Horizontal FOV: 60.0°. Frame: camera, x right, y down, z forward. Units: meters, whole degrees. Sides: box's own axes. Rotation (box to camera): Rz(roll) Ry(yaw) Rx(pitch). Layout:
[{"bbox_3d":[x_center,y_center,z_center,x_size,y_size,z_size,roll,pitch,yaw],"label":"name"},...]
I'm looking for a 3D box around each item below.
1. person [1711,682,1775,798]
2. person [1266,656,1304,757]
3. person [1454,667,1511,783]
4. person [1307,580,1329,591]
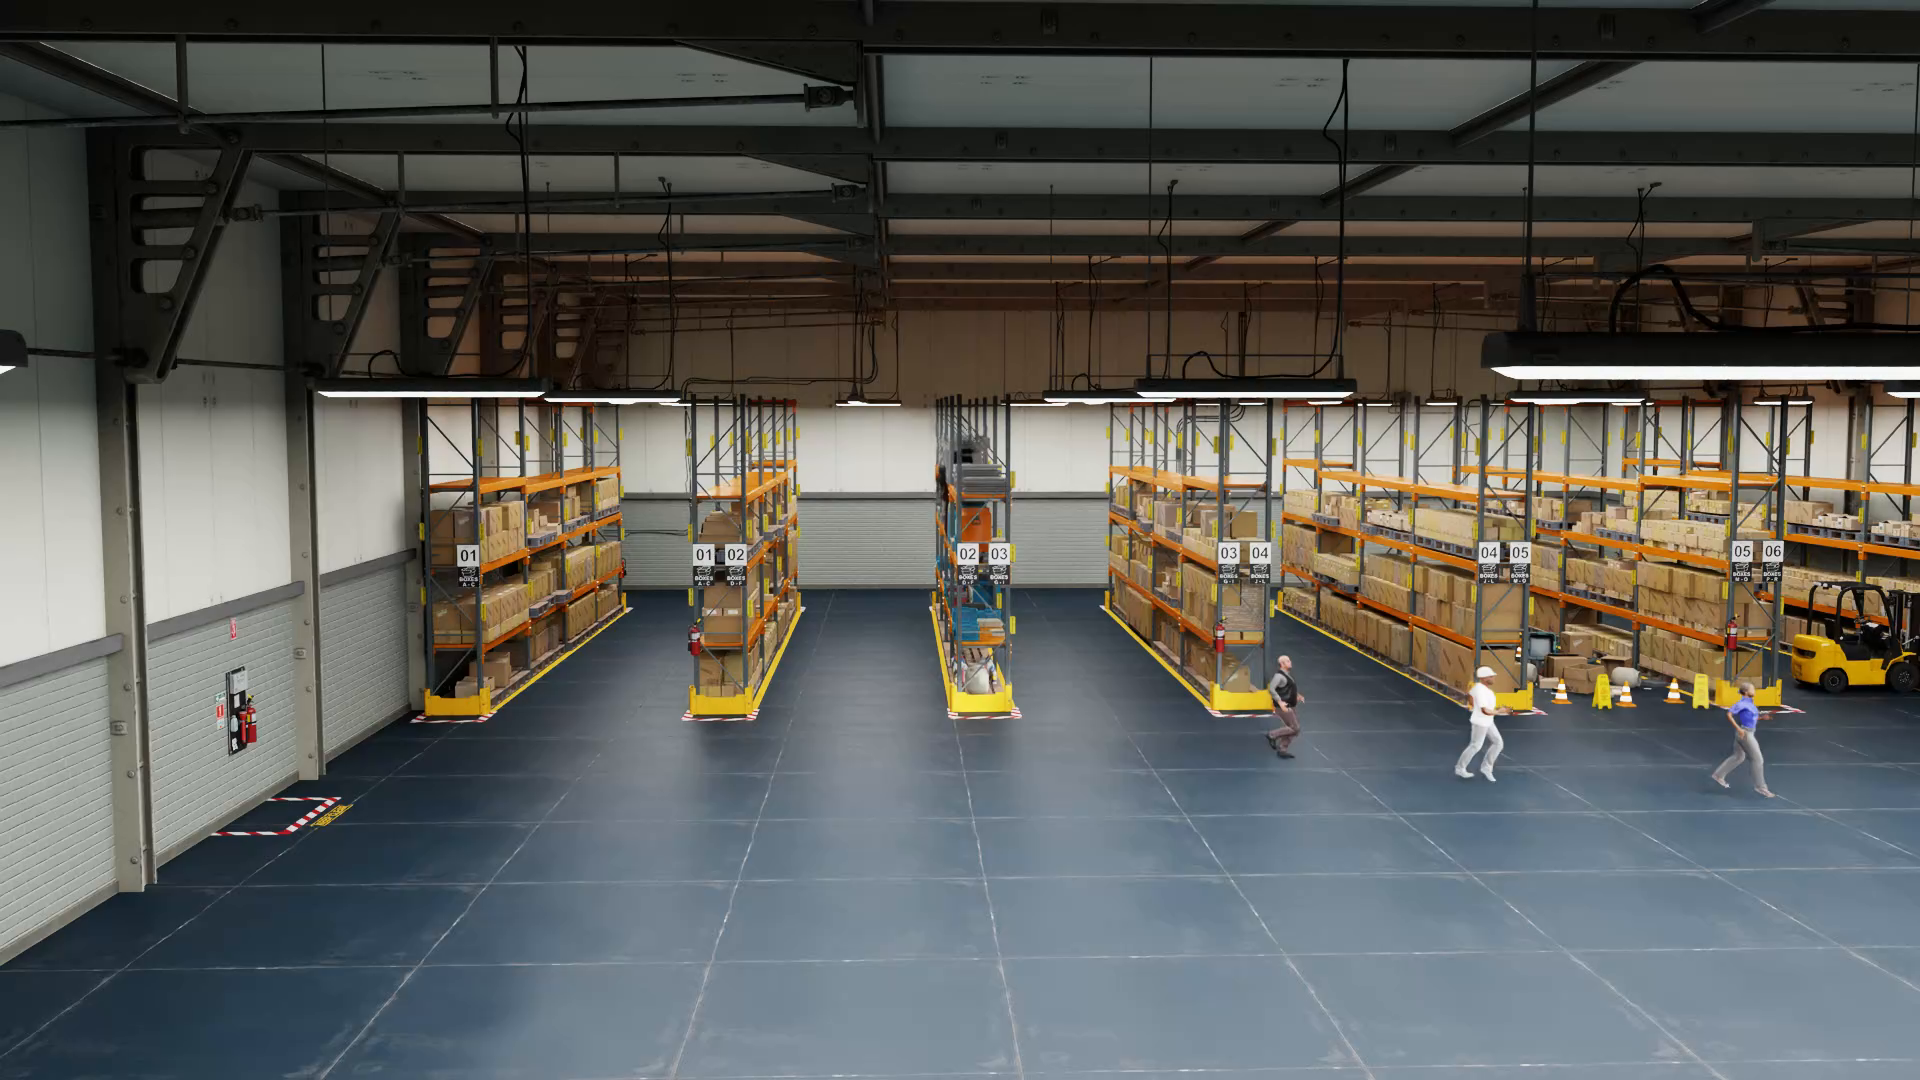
[{"bbox_3d":[11.640,2.939,24.667,0.885,1.682,0.562,2,5,28],"label":"person"},{"bbox_3d":[5.354,2.743,27.362,0.575,1.677,0.664,2,5,28],"label":"person"},{"bbox_3d":[8.032,2.841,25.507,0.823,1.808,0.668,2,5,28],"label":"person"},{"bbox_3d":[10.434,1.001,48.941,0.754,1.728,0.875,-4,6,-41],"label":"person"}]
